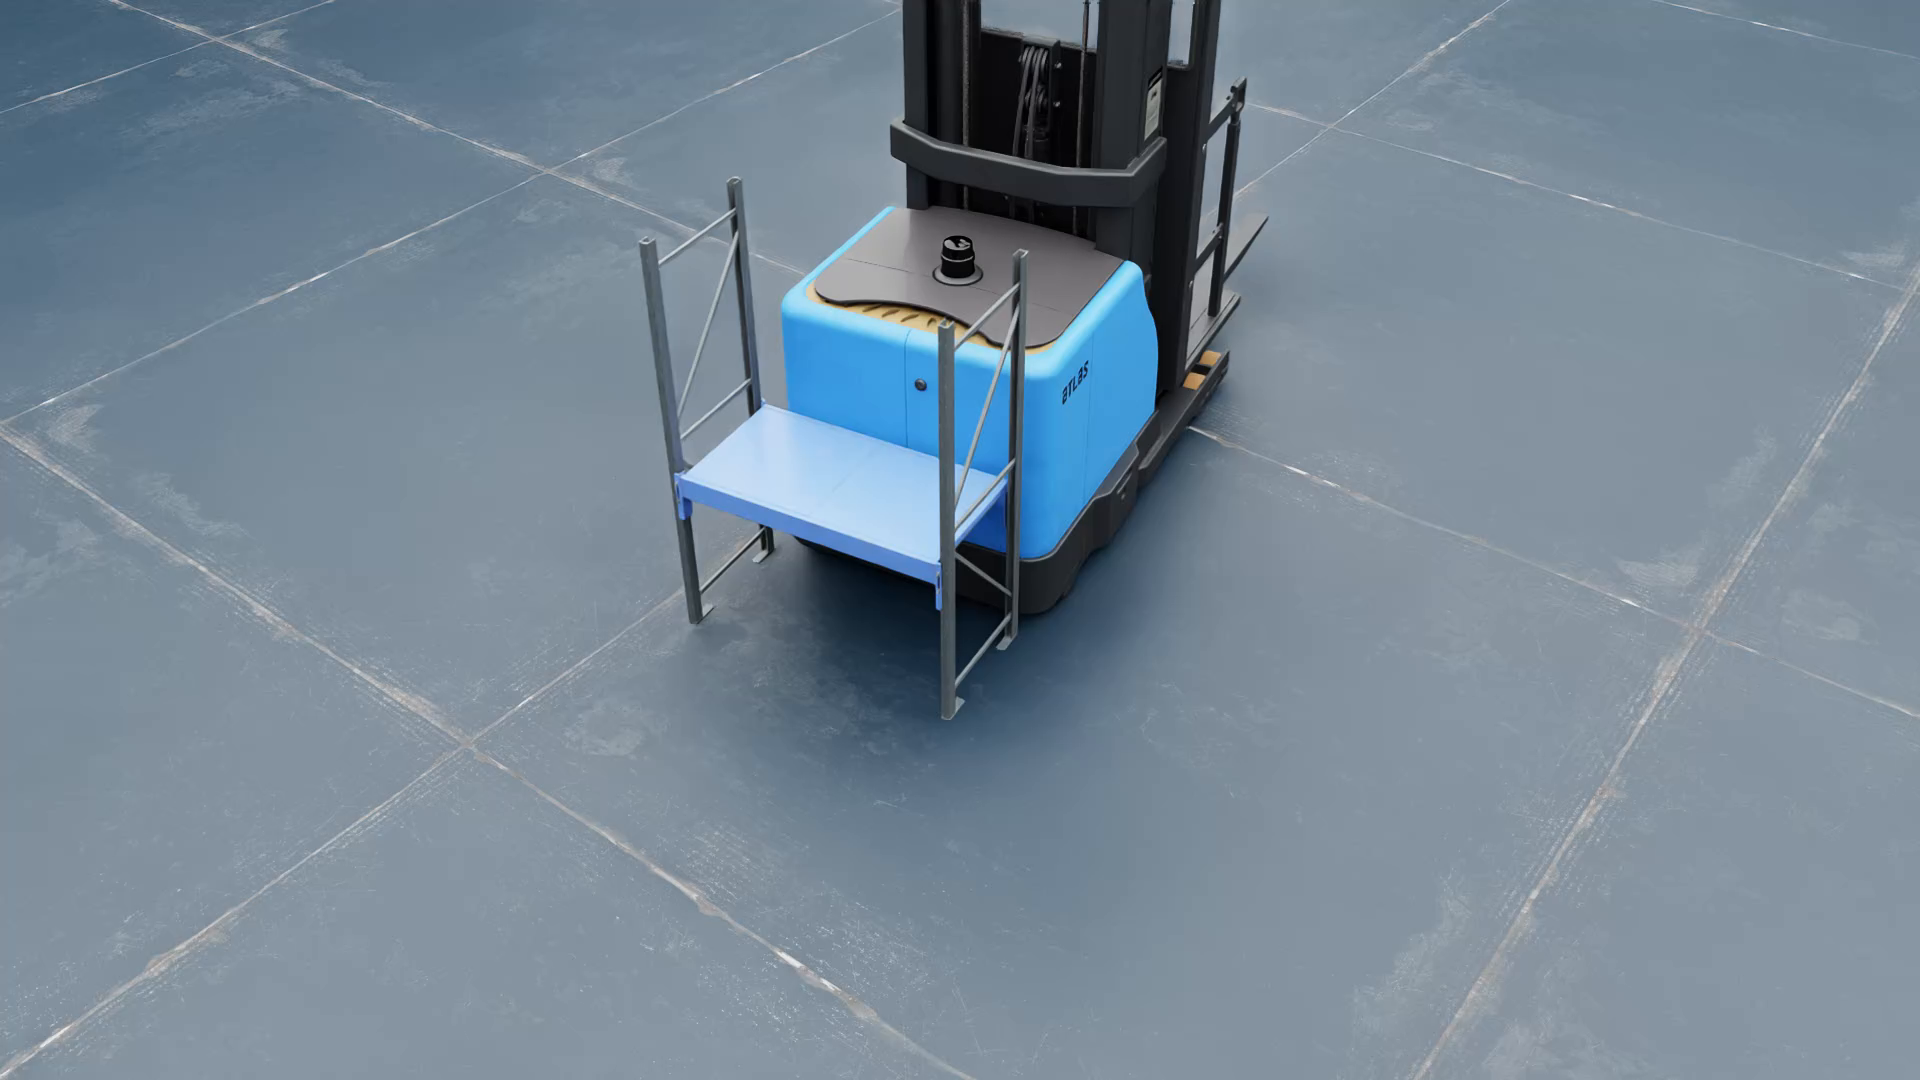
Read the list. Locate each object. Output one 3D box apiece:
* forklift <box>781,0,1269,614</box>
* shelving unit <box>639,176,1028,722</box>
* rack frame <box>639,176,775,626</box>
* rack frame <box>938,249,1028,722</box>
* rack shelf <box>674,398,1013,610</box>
[{"bbox_3d":[0.488,-1.794,6.164,1.130,2.935,3.031,17,41,20],"label":"forklift"},{"bbox_3d":[-0.377,-0.279,5.389,1.048,1.500,0.538,18,42,22],"label":"shelving unit"},{"bbox_3d":[-0.825,-0.428,5.579,0.032,1.500,0.500,18,42,22],"label":"rack frame"},{"bbox_3d":[0.070,-0.130,5.199,0.032,1.500,0.500,18,42,22],"label":"rack frame"},{"bbox_3d":[-0.377,-0.137,5.500,1.000,0.185,0.538,18,42,22],"label":"rack shelf"}]
